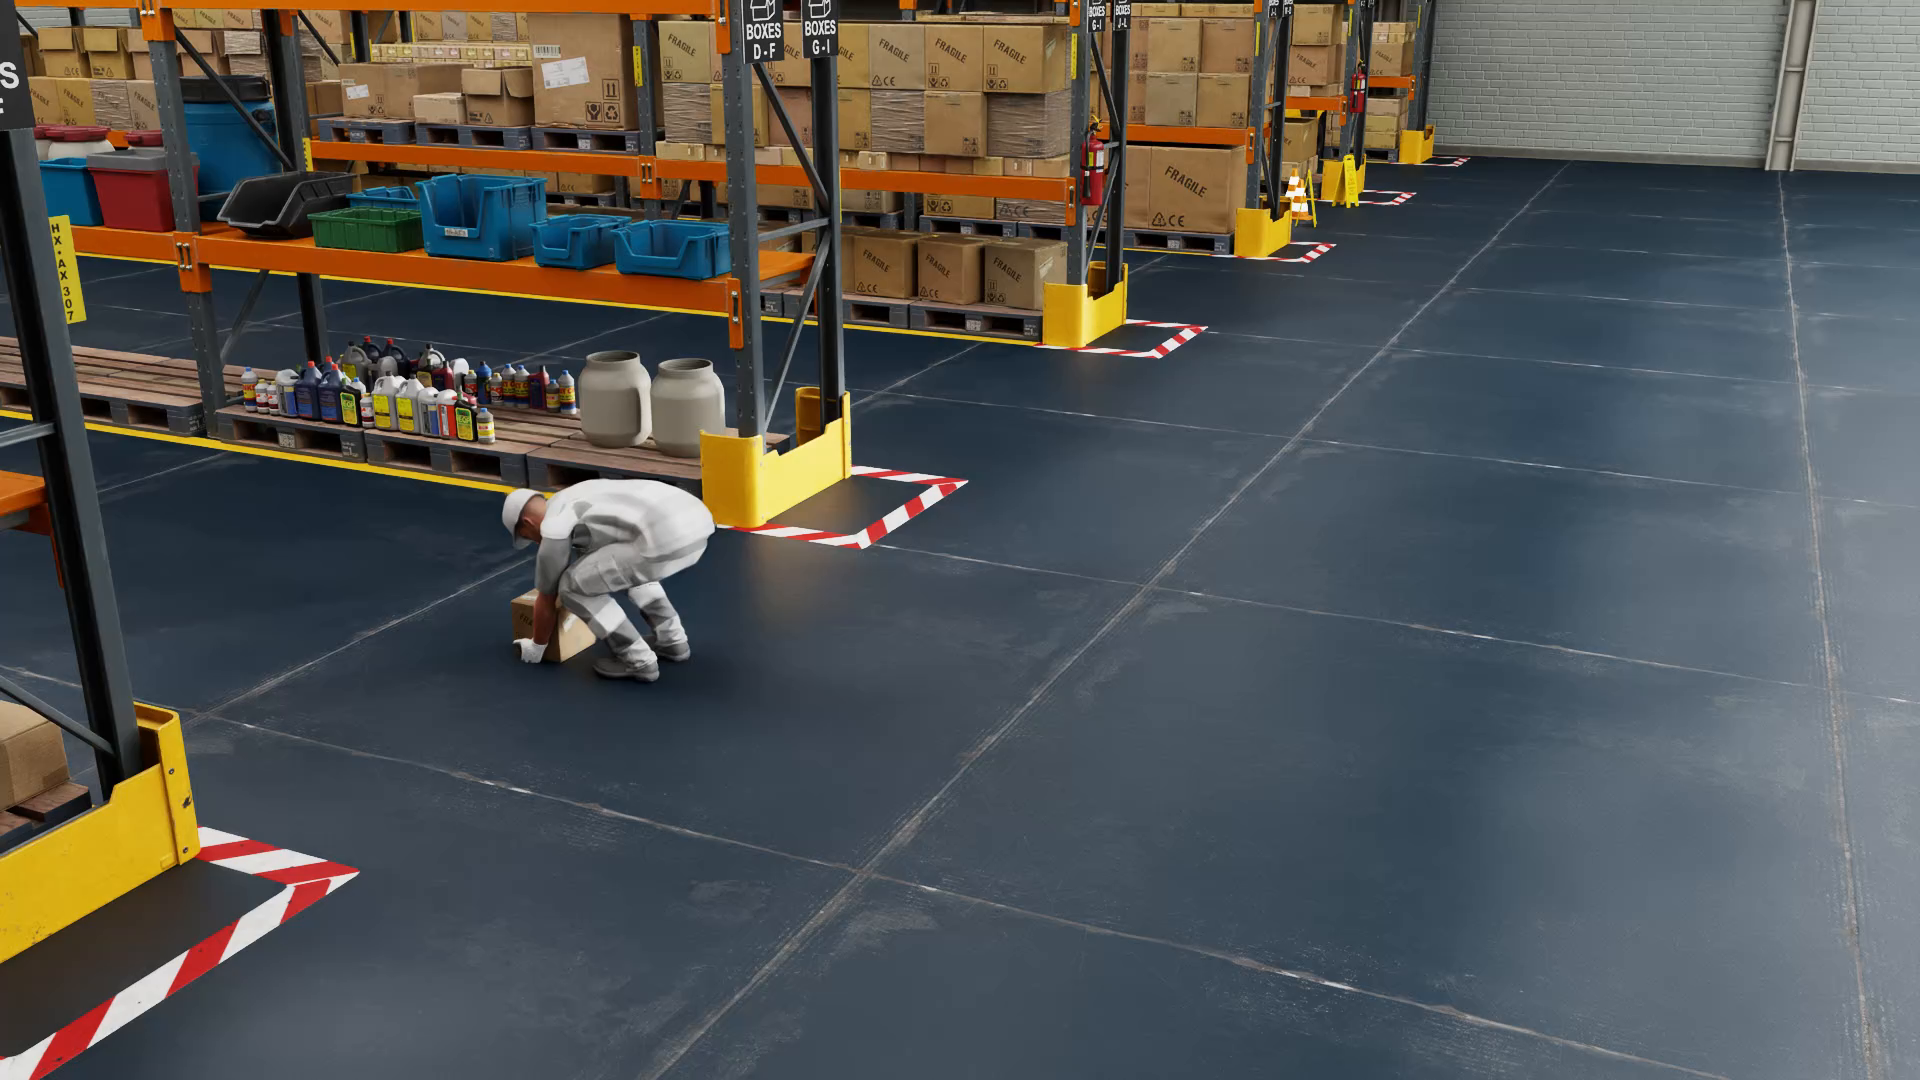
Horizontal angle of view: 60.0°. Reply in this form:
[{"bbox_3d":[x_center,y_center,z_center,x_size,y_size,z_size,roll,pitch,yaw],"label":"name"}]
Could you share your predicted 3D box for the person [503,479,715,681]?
[{"bbox_3d":[-1.520,0.148,7.136,0.967,0.842,0.530,8,20,21],"label":"person"}]
